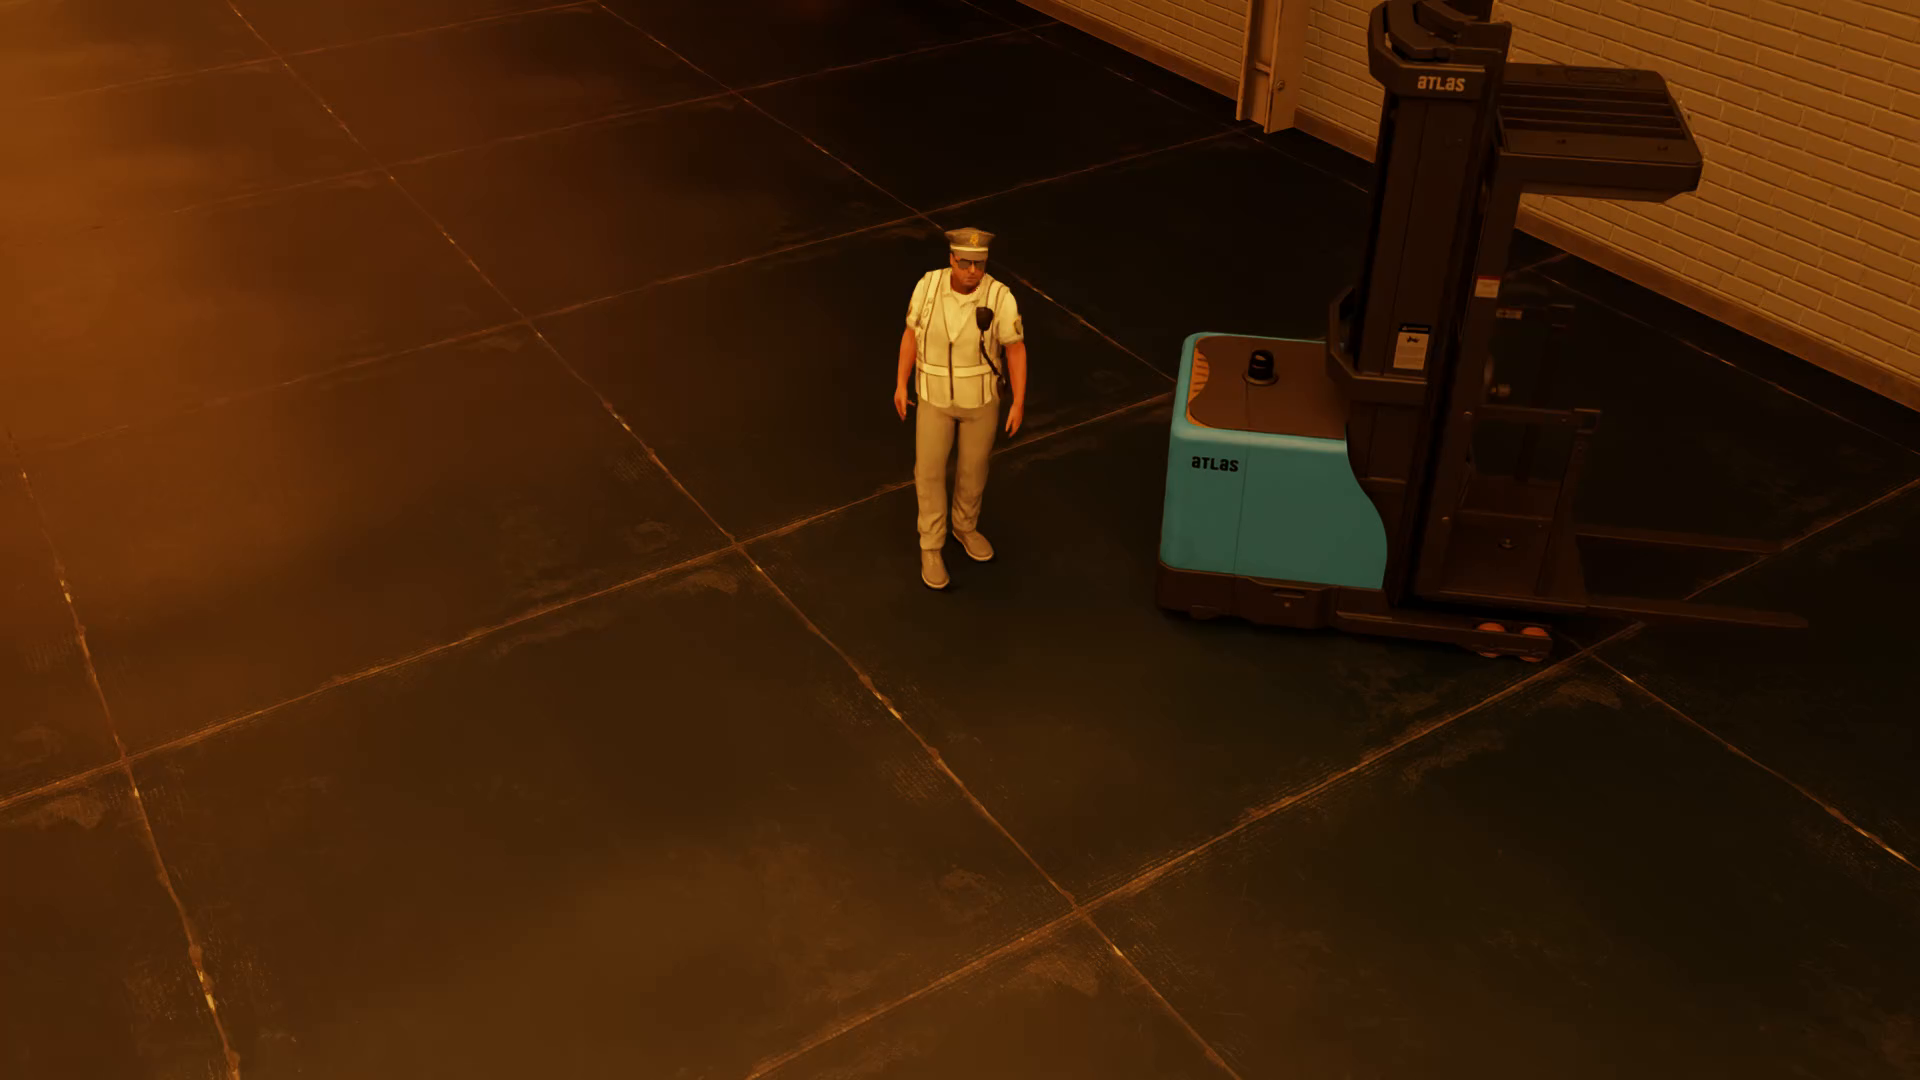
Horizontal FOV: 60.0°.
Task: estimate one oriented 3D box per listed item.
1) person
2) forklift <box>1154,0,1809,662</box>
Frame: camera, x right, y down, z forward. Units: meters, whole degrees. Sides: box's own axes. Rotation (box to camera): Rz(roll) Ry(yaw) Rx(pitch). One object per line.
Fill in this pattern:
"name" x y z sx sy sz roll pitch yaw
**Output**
"person" -0.016 -0.645 8.066 0.648 1.773 0.644 5 35 7
"forklift" 2.519 -0.953 7.504 3.031 2.935 1.130 6 36 8
